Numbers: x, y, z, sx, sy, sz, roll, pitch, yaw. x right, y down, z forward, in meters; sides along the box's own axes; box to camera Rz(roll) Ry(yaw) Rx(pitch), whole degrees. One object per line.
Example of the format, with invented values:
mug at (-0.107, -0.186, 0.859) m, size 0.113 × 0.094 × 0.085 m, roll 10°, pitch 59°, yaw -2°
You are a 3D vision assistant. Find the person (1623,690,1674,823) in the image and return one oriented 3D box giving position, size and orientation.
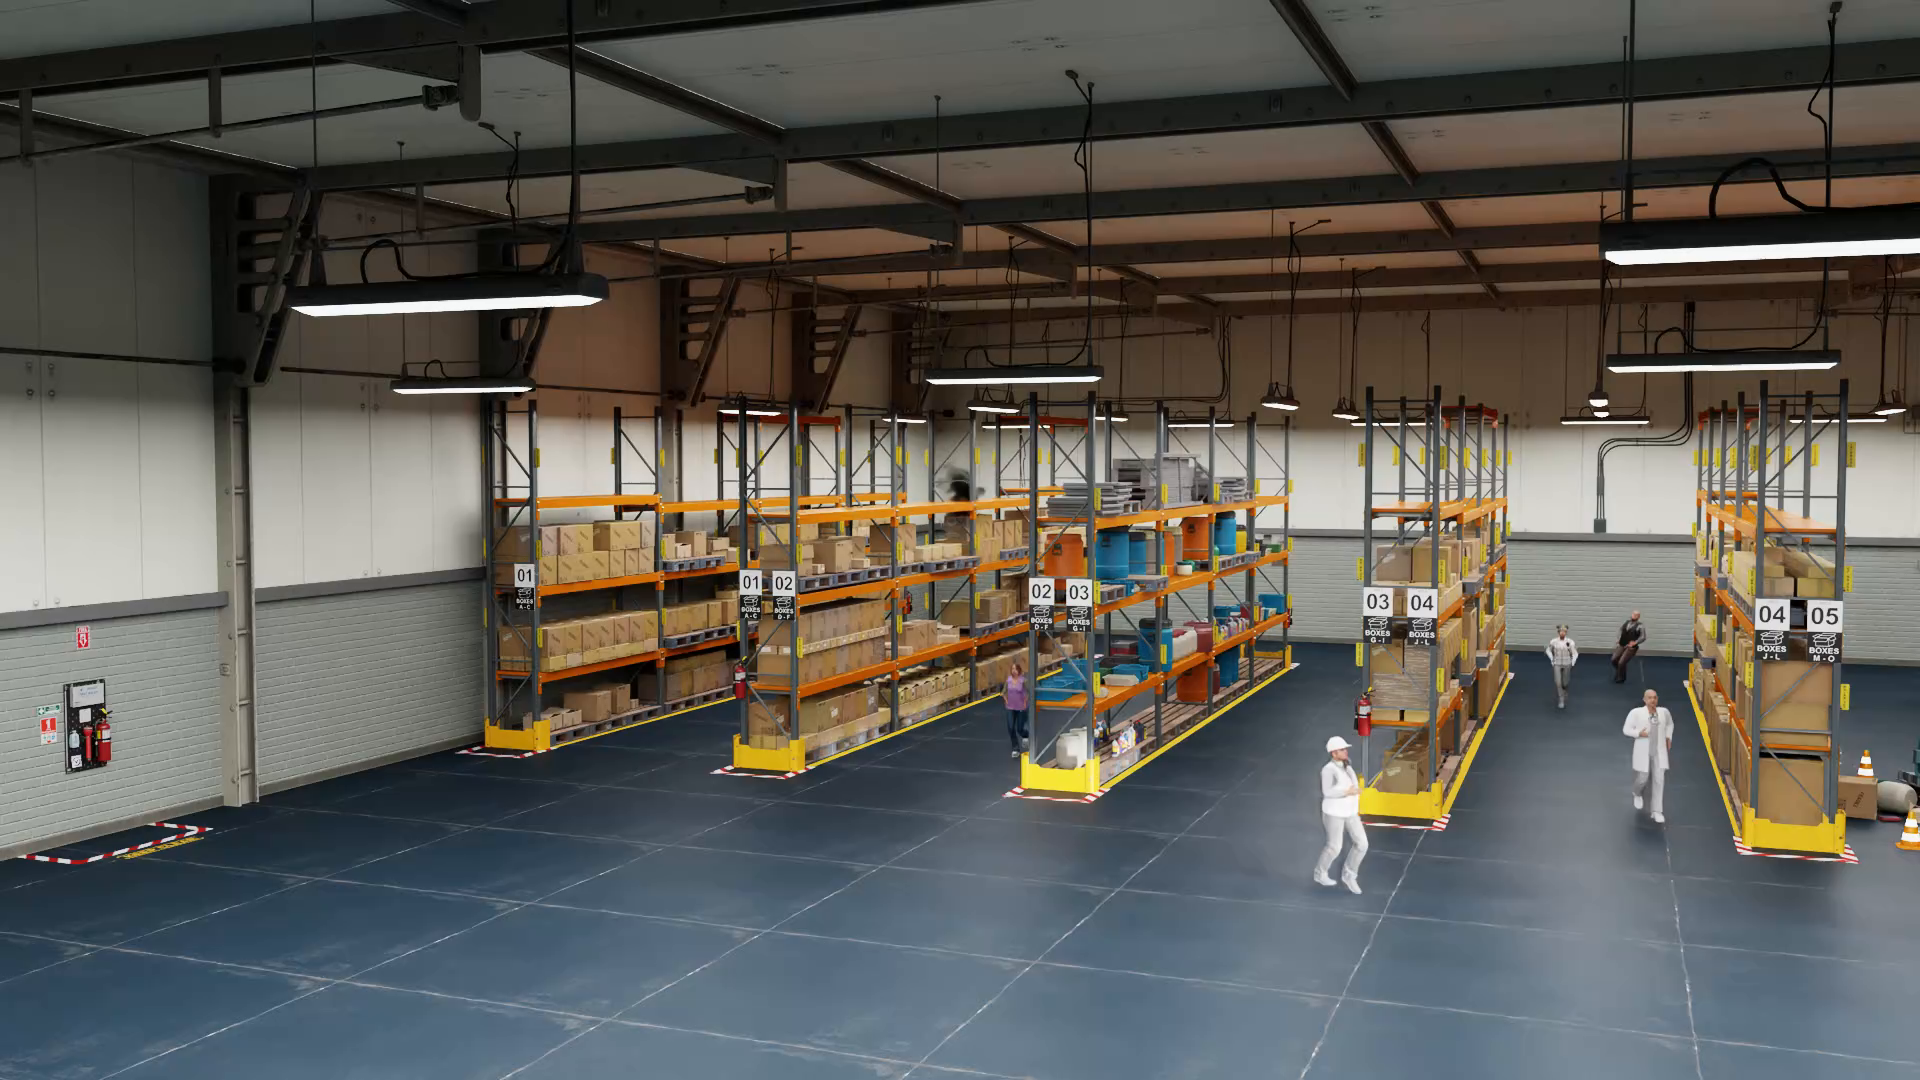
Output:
person at (9.545, 2.947, 22.994) m, size 0.712 × 1.753 × 1.043 m, roll 0°, pitch 3°, yaw 10°

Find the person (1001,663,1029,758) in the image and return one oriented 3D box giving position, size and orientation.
person at (0.955, 2.848, 27.949) m, size 0.555 × 1.556 × 0.637 m, roll 1°, pitch 3°, yaw 18°

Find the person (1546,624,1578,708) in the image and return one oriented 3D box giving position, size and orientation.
person at (12.143, 2.529, 33.574) m, size 0.613 × 1.673 × 0.655 m, roll 1°, pitch 3°, yaw 21°

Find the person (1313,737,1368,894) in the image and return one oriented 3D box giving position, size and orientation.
person at (4.401, 3.176, 19.155) m, size 0.637 × 1.813 × 0.711 m, roll -2°, pitch 4°, yaw -39°

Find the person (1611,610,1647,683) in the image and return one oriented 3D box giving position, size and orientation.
person at (14.752, 2.372, 36.775) m, size 0.542 × 1.638 × 0.728 m, roll -2°, pitch 3°, yaw -30°
